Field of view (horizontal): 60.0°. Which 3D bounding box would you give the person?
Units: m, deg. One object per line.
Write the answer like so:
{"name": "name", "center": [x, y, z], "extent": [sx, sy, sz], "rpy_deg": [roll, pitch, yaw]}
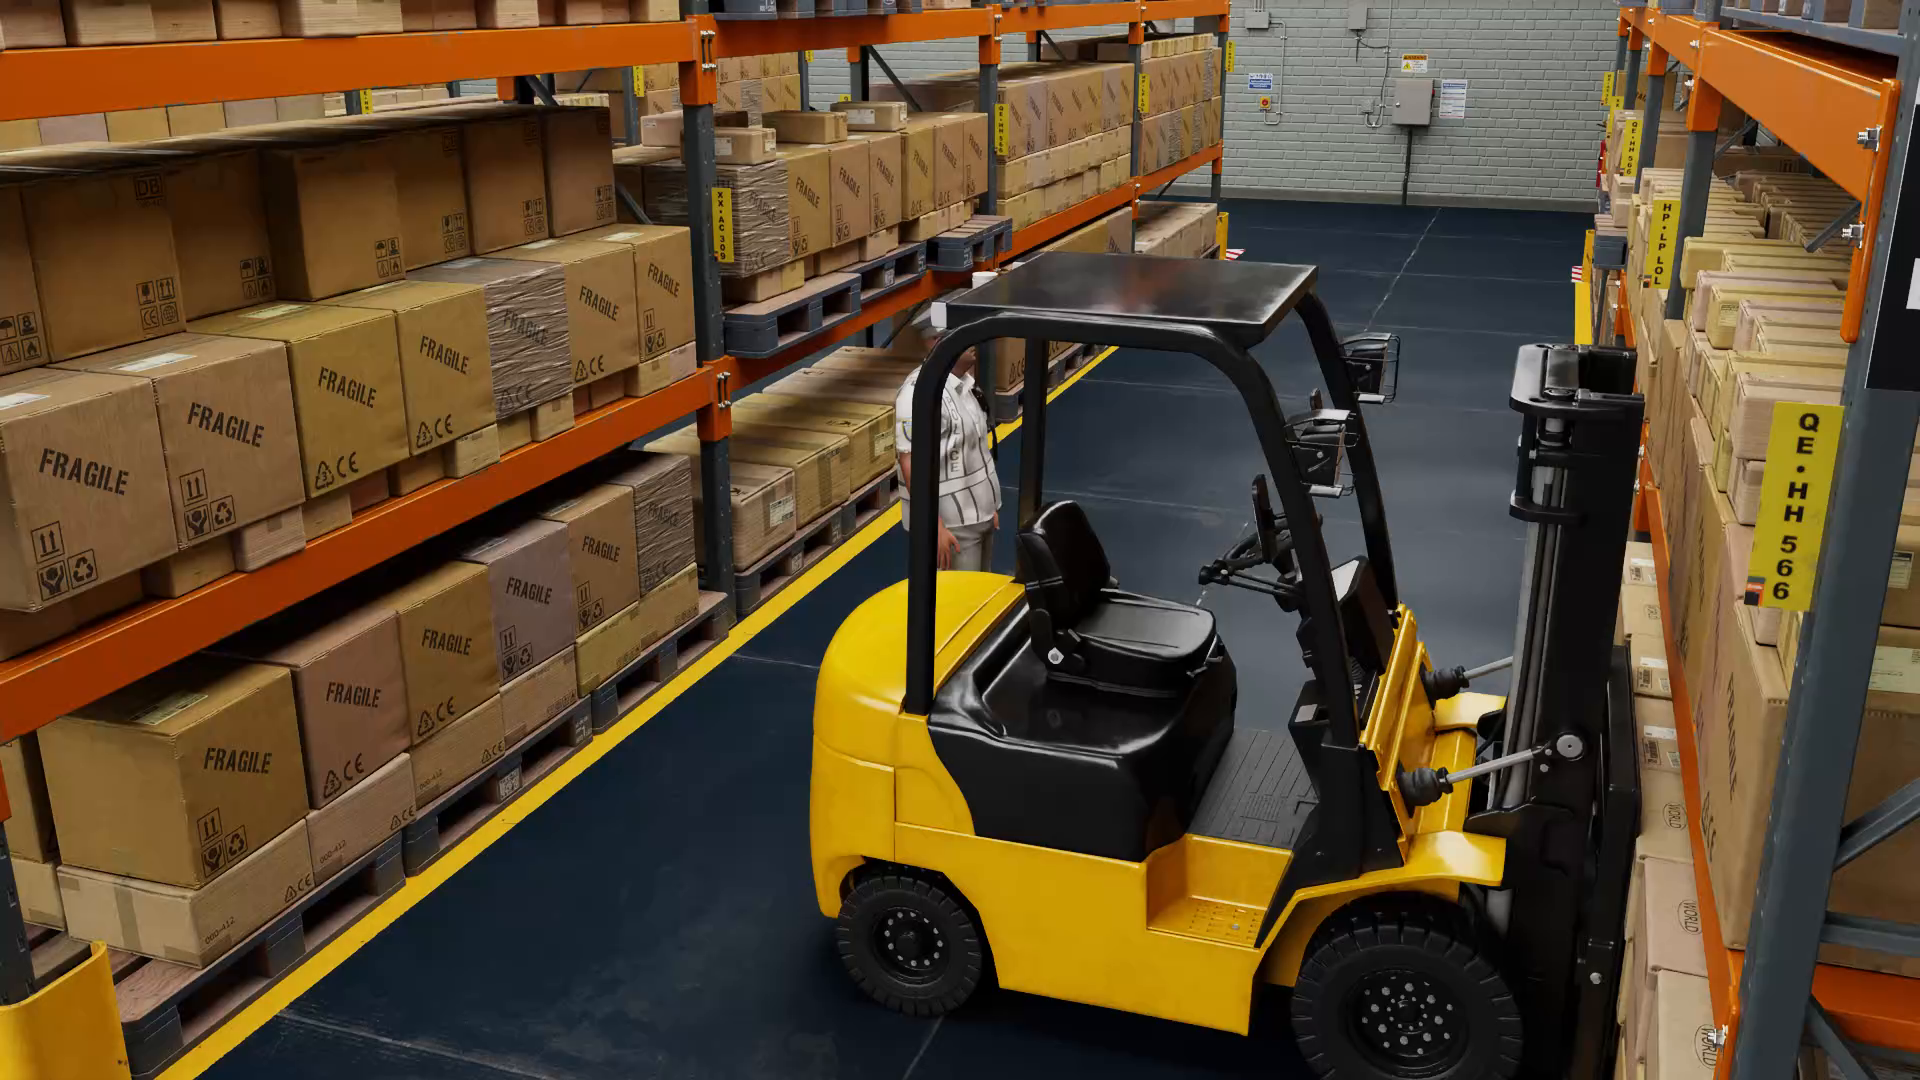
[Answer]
{"name": "person", "center": [0.047, -0.083, 6.724], "extent": [0.575, 1.780, 0.640], "rpy_deg": [6, 20, 18]}
